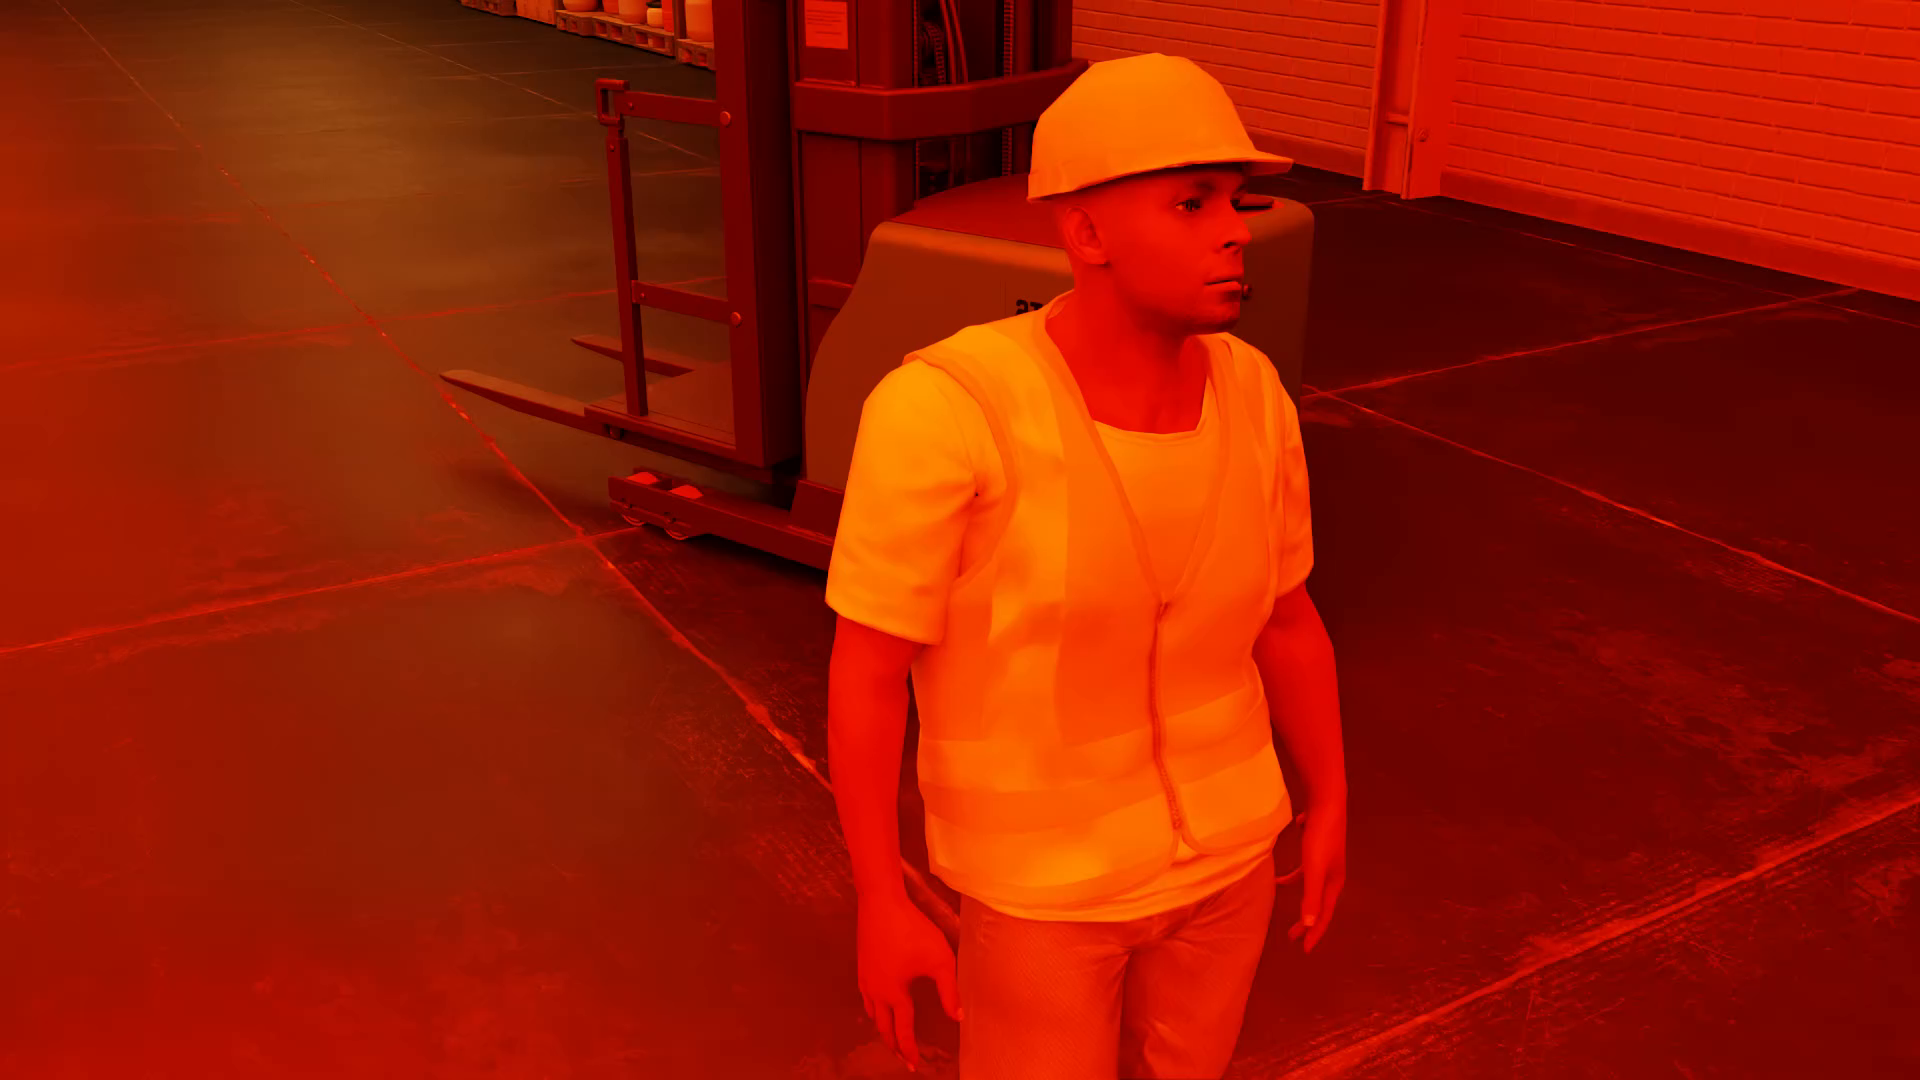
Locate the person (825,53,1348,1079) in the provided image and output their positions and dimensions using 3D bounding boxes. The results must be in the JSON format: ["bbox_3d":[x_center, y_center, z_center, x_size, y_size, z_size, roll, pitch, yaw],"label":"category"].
[{"bbox_3d":[0.205,0.386,1.849,0.666,1.766,0.577,-12,25,-27],"label":"person"}]

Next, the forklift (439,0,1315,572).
[{"bbox_3d":[-0.481,-1.497,4.922,3.031,2.935,1.130,16,27,34],"label":"forklift"}]
